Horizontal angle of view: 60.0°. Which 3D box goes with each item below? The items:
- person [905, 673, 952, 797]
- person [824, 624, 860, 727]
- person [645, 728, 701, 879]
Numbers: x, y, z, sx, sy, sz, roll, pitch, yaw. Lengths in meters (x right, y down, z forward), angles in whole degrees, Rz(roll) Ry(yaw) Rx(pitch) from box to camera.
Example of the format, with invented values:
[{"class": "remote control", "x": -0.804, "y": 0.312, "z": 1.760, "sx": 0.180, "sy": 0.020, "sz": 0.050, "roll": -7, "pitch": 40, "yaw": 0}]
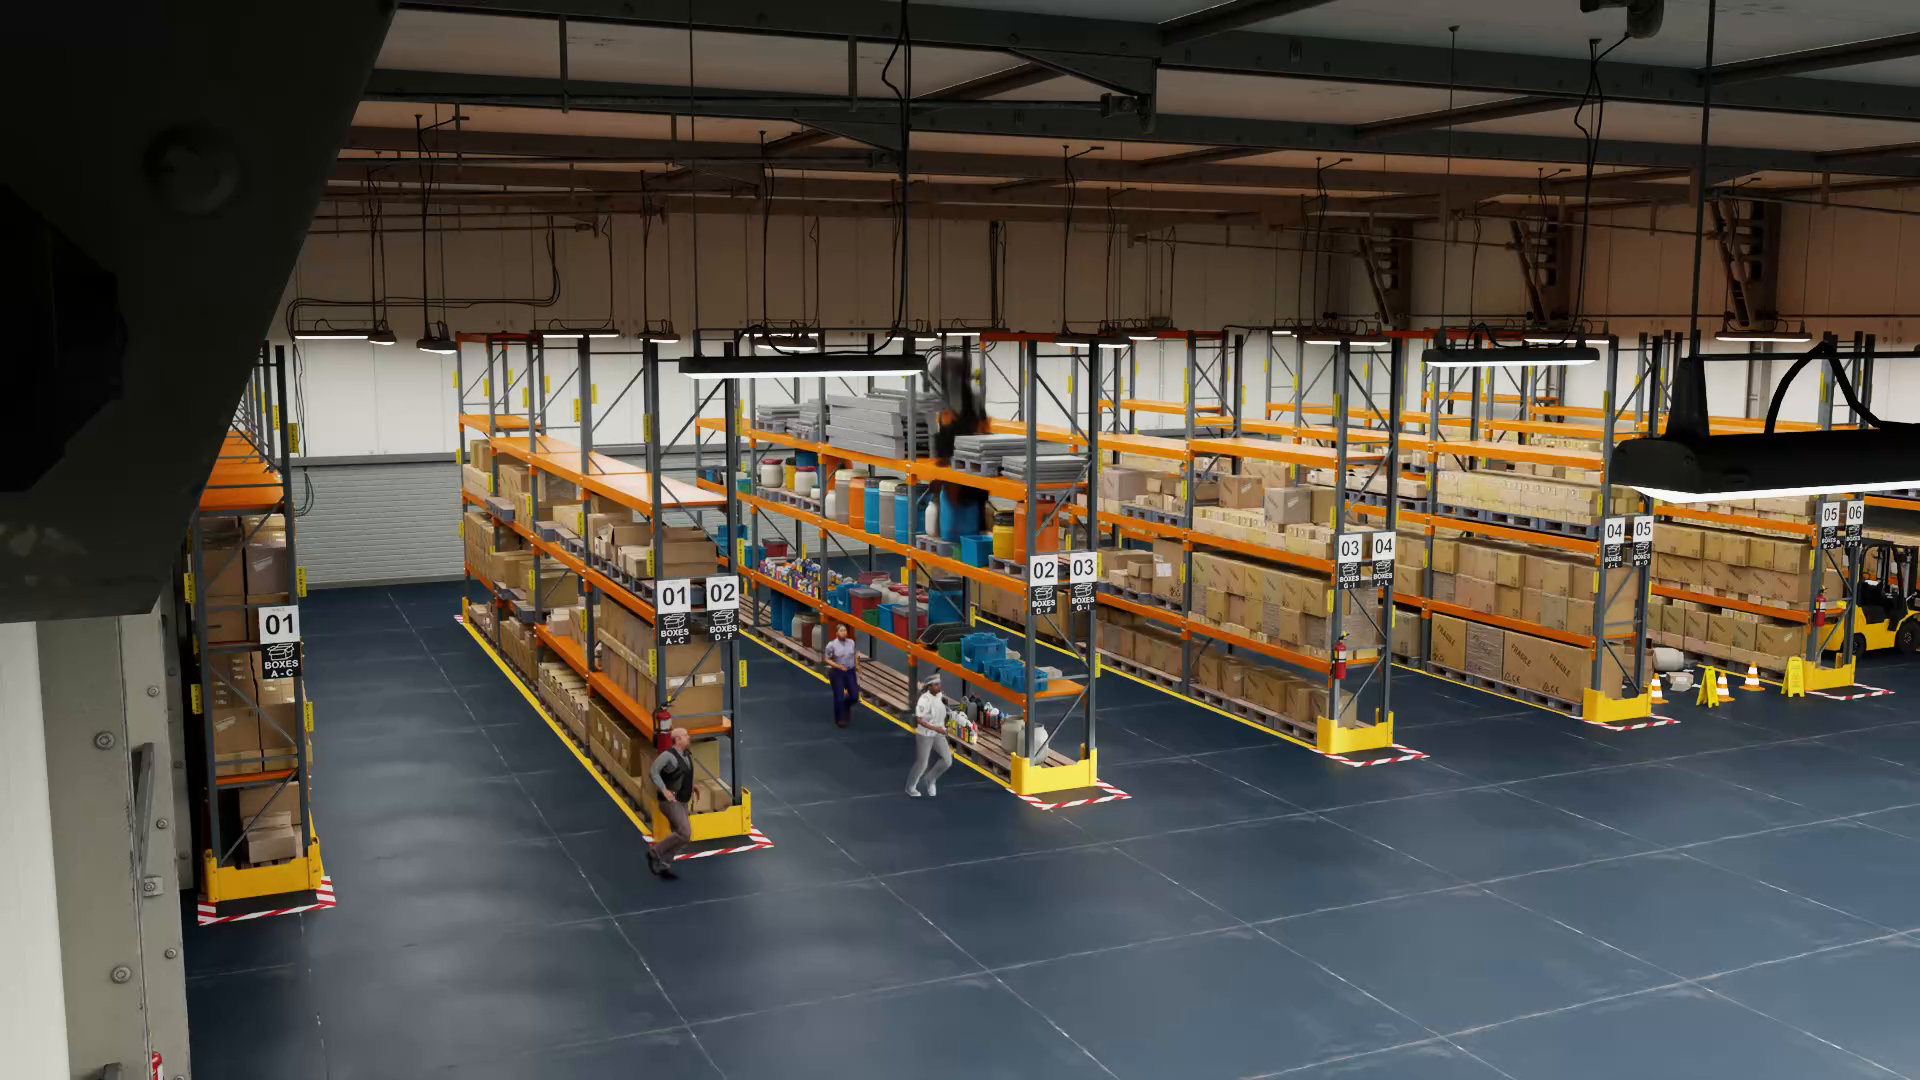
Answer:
[{"class": "person", "x": -0.353, "y": 2.561, "z": 21.884, "sx": 0.606, "sy": 1.674, "sz": 0.666, "roll": -7, "pitch": 11, "yaw": -44}, {"class": "person", "x": -1.780, "y": 2.102, "z": 25.618, "sx": 0.600, "sy": 1.596, "sz": 0.531, "roll": -4, "pitch": 8, "yaw": -25}, {"class": "person", "x": -3.230, "y": 2.975, "z": 18.926, "sx": 0.547, "sy": 1.676, "sz": 0.711, "roll": 2, "pitch": 8, "yaw": 13}]
